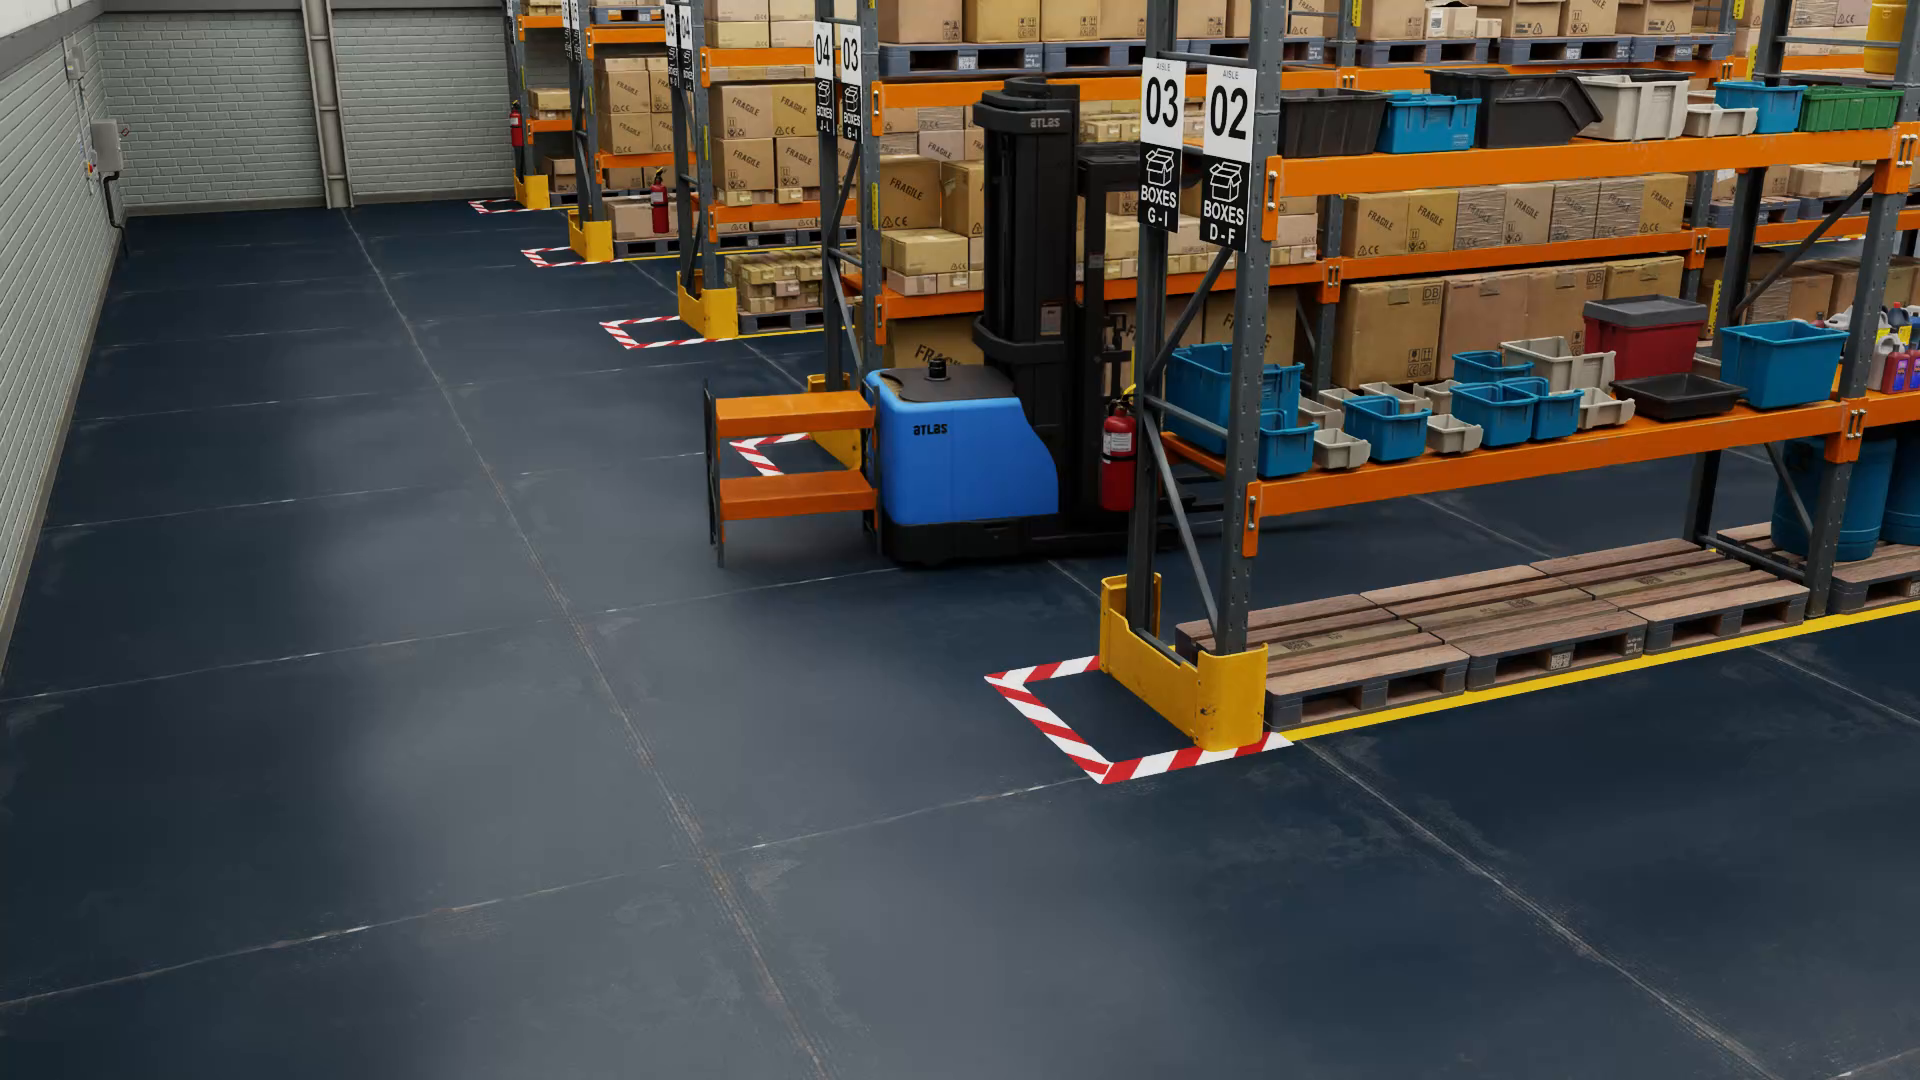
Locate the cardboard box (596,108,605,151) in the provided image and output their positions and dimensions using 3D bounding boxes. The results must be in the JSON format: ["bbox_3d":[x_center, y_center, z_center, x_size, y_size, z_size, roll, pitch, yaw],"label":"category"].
[{"bbox_3d":[-4.406,-5.308,21.431,0.500,0.500,0.500,-8,21,-22],"label":"cardboard box"}]

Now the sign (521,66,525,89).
[{"bbox_3d":[-6.499,-6.873,24.722,0.005,0.325,0.100,-8,21,-22],"label":"sign"}]

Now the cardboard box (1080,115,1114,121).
[{"bbox_3d":[1.520,-4.655,18.576,0.250,0.149,0.380,-9,21,-24],"label":"cardboard box"}]

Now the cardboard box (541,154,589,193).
[{"bbox_3d":[-6.115,-5.702,25.827,0.637,0.503,0.797,-9,21,-24],"label":"cardboard box"}]

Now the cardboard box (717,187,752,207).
[{"bbox_3d":[-2.264,-3.445,16.667,0.250,0.149,0.380,-8,21,-22],"label":"cardboard box"}]

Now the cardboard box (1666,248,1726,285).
[{"bbox_3d":[7.130,-2.627,15.938,0.500,0.250,0.500,-7,21,-20],"label":"cardboard box"}]

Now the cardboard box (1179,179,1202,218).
[{"bbox_3d":[2.076,-2.838,13.213,0.500,0.500,0.500,-8,21,-21],"label":"cardboard box"}]

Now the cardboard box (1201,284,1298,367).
[{"bbox_3d":[2.216,-1.754,14.055,0.875,0.875,0.875,-8,21,-22],"label":"cardboard box"}]

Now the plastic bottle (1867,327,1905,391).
[{"bbox_3d":[5.304,-1.040,9.534,0.185,0.351,0.144,-8,21,-22],"label":"plastic bottle"}]

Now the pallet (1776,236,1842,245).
[{"bbox_3d":[11.297,-4.281,22.863,1.213,0.211,1.003,-8,21,-22],"label":"pallet"}]

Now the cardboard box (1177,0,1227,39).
[{"bbox_3d":[1.663,-4.138,12.807,0.500,0.500,0.700,-7,21,-19],"label":"cardboard box"}]

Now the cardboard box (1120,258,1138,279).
[{"bbox_3d":[1.290,-2.160,13.019,0.250,0.149,0.380,-8,21,-21],"label":"cardboard box"}]

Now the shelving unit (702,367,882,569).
[{"bbox_3d":[-1.072,-0.469,10.661,1.048,1.125,0.538,-5,20,-13],"label":"shelving unit"}]

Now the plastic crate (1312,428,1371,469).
[{"bbox_3d":[1.827,-0.437,8.054,0.298,0.136,0.250,-8,21,-22],"label":"plastic crate"}]

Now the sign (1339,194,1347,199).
[{"bbox_3d":[3.075,-2.898,13.312,0.005,0.325,0.100,-8,21,-22],"label":"sign"}]

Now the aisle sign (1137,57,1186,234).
[{"bbox_3d":[0.961,-1.890,7.960,0.004,0.787,0.394,-8,21,-22],"label":"aisle sign"}]

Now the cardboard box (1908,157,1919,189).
[{"bbox_3d":[9.415,-4.093,16.593,1.000,1.000,1.000,-8,21,-22],"label":"cardboard box"}]

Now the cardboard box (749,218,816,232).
[{"bbox_3d":[-2.512,-4.465,22.411,0.875,0.438,0.875,-9,21,-24],"label":"cardboard box"}]

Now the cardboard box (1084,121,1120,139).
[{"bbox_3d":[1.526,-4.419,17.905,0.250,0.149,0.380,-7,21,-19],"label":"cardboard box"}]

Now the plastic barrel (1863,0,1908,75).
[{"bbox_3d":[5.573,-2.994,9.577,0.600,0.588,0.600,0,19,0],"label":"plastic barrel"}]

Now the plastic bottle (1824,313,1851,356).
[{"bbox_3d":[5.385,-1.251,10.244,0.135,0.276,0.152,-8,21,-22],"label":"plastic bottle"}]

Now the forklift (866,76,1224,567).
[{"bbox_3d":[0.939,-1.461,10.759,3.031,2.935,1.130,-5,20,-13],"label":"forklift"}]

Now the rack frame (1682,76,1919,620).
[{"bbox_3d":[4.816,-1.111,9.660,0.127,3.000,1.000,-8,21,-22],"label":"rack frame"}]

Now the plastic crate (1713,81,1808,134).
[{"bbox_3d":[4.106,-2.229,8.573,0.300,0.233,0.416,-8,21,-22],"label":"plastic crate"}]

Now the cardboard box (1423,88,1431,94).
[{"bbox_3d":[5.535,-5.315,19.944,0.500,0.500,0.700,-8,21,-23],"label":"cardboard box"}]

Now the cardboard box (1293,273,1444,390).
[{"bbox_3d":[3.434,-1.907,14.489,0.875,0.875,1.225,-8,21,-22],"label":"cardboard box"}]

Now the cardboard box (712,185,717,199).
[{"bbox_3d":[-2.503,-3.631,17.197,0.250,0.149,0.380,-8,21,-22],"label":"cardboard box"}]

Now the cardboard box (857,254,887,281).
[{"bbox_3d":[-0.622,-2.123,12.915,0.250,0.149,0.380,-8,21,-21],"label":"cardboard box"}]

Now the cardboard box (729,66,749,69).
[{"bbox_3d":[-2.868,-6.095,21.183,0.250,0.149,0.380,-9,21,-23],"label":"cardboard box"}]

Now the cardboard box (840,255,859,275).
[{"bbox_3d":[-1.134,-2.878,17.445,0.250,0.149,0.380,-7,21,-20],"label":"cardboard box"}]

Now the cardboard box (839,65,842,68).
[{"bbox_3d":[-1.395,-6.015,21.934,0.500,0.500,0.500,-8,21,-22],"label":"cardboard box"}]

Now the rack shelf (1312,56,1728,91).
[{"bbox_3d":[4.690,-3.960,14.318,4.000,0.370,1.077,-8,21,-22],"label":"rack shelf"}]

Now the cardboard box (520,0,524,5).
[{"bbox_3d":[-6.413,-8.256,25.215,0.500,0.250,0.500,-9,21,-23],"label":"cardboard box"}]

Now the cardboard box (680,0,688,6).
[{"bbox_3d":[-3.350,-6.917,20.984,0.500,0.311,0.500,-8,21,-21],"label":"cardboard box"}]

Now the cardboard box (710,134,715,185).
[{"bbox_3d":[-2.380,-3.946,17.113,0.500,0.500,0.500,-8,21,-21],"label":"cardboard box"}]

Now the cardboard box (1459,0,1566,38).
[{"bbox_3d":[4.659,-4.534,14.077,0.637,0.503,0.797,-8,21,-23],"label":"cardboard box"}]

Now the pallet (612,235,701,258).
[{"bbox_3d":[-4.041,-3.930,21.867,1.213,0.211,1.003,-8,21,-22],"label":"pallet"}]

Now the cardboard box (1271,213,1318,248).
[{"bbox_3d":[2.552,-2.552,13.532,0.500,0.250,0.500,-9,21,-23],"label":"cardboard box"}]

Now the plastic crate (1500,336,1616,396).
[{"bbox_3d":[3.341,-0.938,9.258,0.530,0.282,0.437,-8,21,-22],"label":"plastic crate"}]

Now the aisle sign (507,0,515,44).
[{"bbox_3d":[-6.660,-7.758,24.624,0.004,0.787,0.394,-8,21,-22],"label":"aisle sign"}]

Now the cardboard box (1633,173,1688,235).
[{"bbox_3d":[6.172,-3.054,15.028,0.500,0.500,0.500,-7,21,-20],"label":"cardboard box"}]

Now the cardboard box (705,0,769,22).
[{"bbox_3d":[-2.176,-5.180,16.175,0.500,0.250,0.500,-8,21,-21],"label":"cardboard box"}]

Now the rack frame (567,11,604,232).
[{"bbox_3d":[-4.744,-5.117,21.038,0.127,3.000,1.000,-8,21,-22],"label":"rack frame"}]

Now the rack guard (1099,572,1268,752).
[{"bbox_3d":[1.126,0.602,8.560,0.348,0.500,1.175,-8,21,-22],"label":"rack guard"}]

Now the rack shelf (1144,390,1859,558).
[{"bbox_3d":[2.979,-0.508,9.032,4.000,0.370,1.077,-8,21,-22],"label":"rack shelf"}]

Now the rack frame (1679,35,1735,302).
[{"bbox_3d":[6.527,-3.147,15.444,0.127,3.000,1.000,-8,21,-22],"label":"rack frame"}]

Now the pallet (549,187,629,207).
[{"bbox_3d":[-5.912,-5.430,26.126,1.213,0.211,1.003,-8,21,-22],"label":"pallet"}]

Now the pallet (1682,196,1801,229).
[{"bbox_3d":[7.139,-3.183,15.834,1.003,0.211,1.213,-8,21,-22],"label":"pallet"}]

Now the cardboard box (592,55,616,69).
[{"bbox_3d":[-4.494,-6.050,21.055,0.250,0.149,0.380,-8,21,-21],"label":"cardboard box"}]

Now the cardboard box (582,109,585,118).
[{"bbox_3d":[-5.861,-6.564,25.526,0.250,0.149,0.380,-8,21,-23],"label":"cardboard box"}]

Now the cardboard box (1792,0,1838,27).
[{"bbox_3d":[7.527,-4.894,14.985,0.500,0.500,0.500,-8,21,-22],"label":"cardboard box"}]

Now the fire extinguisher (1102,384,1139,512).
[{"bbox_3d":[0.824,-0.491,8.577,0.183,0.674,0.296,-8,21,-22],"label":"fire extinguisher"}]

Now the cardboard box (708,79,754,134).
[{"bbox_3d":[-2.369,-4.416,16.943,0.500,0.500,0.500,-9,21,-23],"label":"cardboard box"}]

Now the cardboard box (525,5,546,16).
[{"bbox_3d":[-6.329,-7.897,24.797,0.250,0.149,0.380,-8,21,-21],"label":"cardboard box"}]

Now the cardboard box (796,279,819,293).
[{"bbox_3d":[-1.645,-2.683,17.338,0.250,0.149,0.380,-8,21,-21],"label":"cardboard box"}]

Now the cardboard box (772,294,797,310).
[{"bbox_3d":[-1.875,-2.505,17.279,0.250,0.149,0.380,-8,21,-22],"label":"cardboard box"}]
